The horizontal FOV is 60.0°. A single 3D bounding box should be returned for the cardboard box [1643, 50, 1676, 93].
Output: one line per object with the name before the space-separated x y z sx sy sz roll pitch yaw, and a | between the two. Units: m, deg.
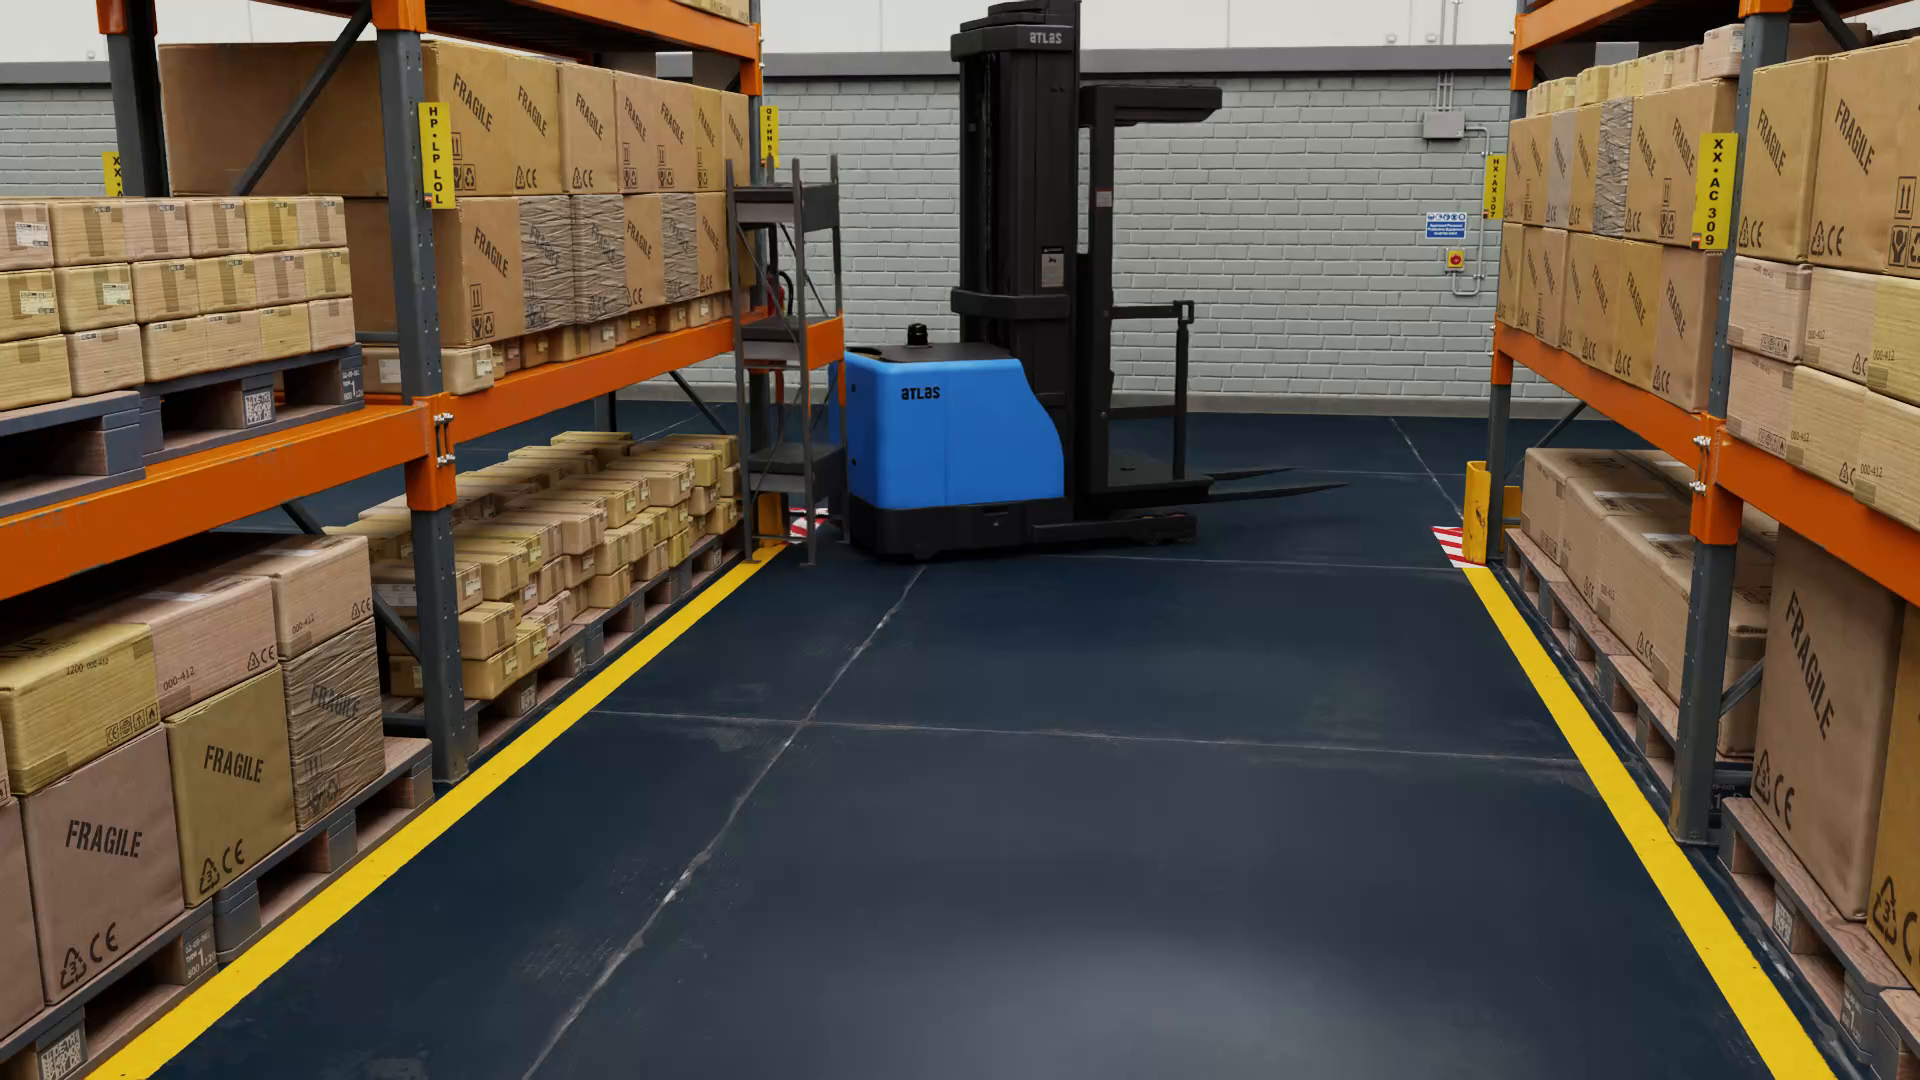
cardboard box | 2.665 -1.659 5.921 0.380 0.149 0.250 2 12 8

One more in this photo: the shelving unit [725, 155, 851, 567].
shelving unit | -0.894 -0.948 8.798 0.431 2.100 0.503 4 16 18

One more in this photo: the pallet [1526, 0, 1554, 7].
pallet | 3.223 -2.621 7.627 1.003 0.211 1.213 2 12 9

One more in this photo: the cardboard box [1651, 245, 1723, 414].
cardboard box | 2.531 -0.674 5.264 0.500 0.500 0.500 2 12 9

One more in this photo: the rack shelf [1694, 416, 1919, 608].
rack shelf | 2.404 0.248 2.932 1.077 0.370 4.000 2 12 9

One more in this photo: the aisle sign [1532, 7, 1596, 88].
aisle sign | 3.052 -2.648 8.491 0.394 0.787 0.004 2 12 9

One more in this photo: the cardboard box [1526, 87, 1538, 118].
cardboard box | 2.999 -2.143 8.166 0.380 0.149 0.250 2 12 10

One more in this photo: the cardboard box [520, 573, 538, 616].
cardboard box | -1.871 0.211 6.460 0.380 0.149 0.250 2 12 8

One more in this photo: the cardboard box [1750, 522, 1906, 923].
cardboard box | 2.696 0.445 4.357 0.875 0.875 0.875 2 12 10

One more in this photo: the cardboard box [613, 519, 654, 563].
cardboard box | -1.596 -0.003 7.451 0.380 0.149 0.250 2 12 9

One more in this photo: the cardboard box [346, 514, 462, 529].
cardboard box | -2.249 -0.003 6.744 0.380 0.149 0.250 2 12 11

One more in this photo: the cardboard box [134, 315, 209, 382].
cardboard box | -2.179 -0.495 4.270 0.380 0.149 0.250 1 12 6

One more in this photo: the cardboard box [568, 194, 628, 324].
cardboard box | -1.687 -1.156 6.793 0.500 0.500 0.500 2 12 7

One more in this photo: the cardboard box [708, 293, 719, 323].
cardboard box | -1.449 -1.189 8.488 0.380 0.149 0.250 2 12 8

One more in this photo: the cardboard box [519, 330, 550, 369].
cardboard box | -1.825 -0.755 6.473 0.380 0.149 0.250 1 12 6

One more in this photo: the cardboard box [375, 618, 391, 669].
cardboard box | -2.348 0.385 6.359 0.380 0.149 0.250 2 12 10

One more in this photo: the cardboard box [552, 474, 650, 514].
cardboard box | -1.659 -0.207 7.693 0.380 0.149 0.250 1 12 7

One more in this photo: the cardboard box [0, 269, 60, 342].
cardboard box | -2.260 -0.524 3.698 0.380 0.149 0.250 2 12 9

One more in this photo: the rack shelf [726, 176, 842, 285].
rack shelf | -0.905 -1.611 8.623 0.431 0.518 0.480 4 16 18

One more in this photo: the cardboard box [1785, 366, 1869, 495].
cardboard box | 2.305 -0.256 3.918 0.500 0.250 0.500 2 12 7

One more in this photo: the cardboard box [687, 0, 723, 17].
cardboard box | -1.459 -2.676 8.025 0.500 0.250 0.500 2 12 9

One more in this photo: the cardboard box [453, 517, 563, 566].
cardboard box | -1.828 0.008 6.694 0.380 0.149 0.250 2 12 7

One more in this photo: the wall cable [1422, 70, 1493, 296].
wall cable | 4.171 -3.040 13.991 0.585 1.953 0.123 2 12 9

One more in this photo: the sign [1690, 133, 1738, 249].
sign | 2.163 -1.000 4.770 0.100 0.325 0.005 2 12 9

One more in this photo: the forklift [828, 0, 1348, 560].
forklift | 0.805 -1.499 9.493 3.031 2.935 1.130 -5 13 -21

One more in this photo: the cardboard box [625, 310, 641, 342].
cardboard box | -1.660 -0.972 7.478 0.380 0.149 0.250 2 12 10

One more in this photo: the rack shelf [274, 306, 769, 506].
rack shelf | -1.887 -0.724 7.442 1.077 0.370 4.000 2 12 9

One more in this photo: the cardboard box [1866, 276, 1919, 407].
cardboard box | 2.209 -0.395 3.377 0.500 0.250 0.500 2 12 9

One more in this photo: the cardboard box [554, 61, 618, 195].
cardboard box | -1.712 -1.641 6.672 0.500 0.500 0.500 2 12 10

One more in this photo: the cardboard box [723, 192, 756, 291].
cardboard box | -1.394 -1.585 8.784 0.500 0.500 0.500 2 12 10

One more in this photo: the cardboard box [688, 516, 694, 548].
cardboard box | -1.545 -0.027 8.268 0.380 0.149 0.250 2 12 9

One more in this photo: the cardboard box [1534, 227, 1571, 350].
cardboard box | 2.823 -1.100 7.239 0.500 0.500 0.500 2 12 8

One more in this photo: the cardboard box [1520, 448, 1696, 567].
cardboard box | 3.325 -0.165 8.225 0.875 0.438 0.875 1 12 7

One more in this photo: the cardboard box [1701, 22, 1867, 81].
cardboard box | 2.445 -1.450 4.949 0.380 0.149 0.250 2 12 7

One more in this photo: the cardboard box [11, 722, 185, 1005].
cardboard box | -2.222 0.733 3.911 0.500 0.500 0.500 2 12 7

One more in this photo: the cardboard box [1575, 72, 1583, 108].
cardboard box | 2.785 -1.873 6.915 0.380 0.149 0.250 2 12 9

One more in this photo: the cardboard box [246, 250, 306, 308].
cardboard box | -2.100 -0.744 4.717 0.380 0.149 0.250 2 12 9

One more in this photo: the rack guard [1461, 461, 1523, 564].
rack guard | 3.331 -0.136 8.938 1.175 0.500 0.348 2 12 9

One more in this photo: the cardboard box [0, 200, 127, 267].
cardboard box | -2.227 -0.728 3.938 0.380 0.149 0.250 1 12 7

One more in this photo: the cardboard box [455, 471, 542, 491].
cardboard box | -2.179 -0.222 7.762 0.380 0.149 0.250 2 12 10

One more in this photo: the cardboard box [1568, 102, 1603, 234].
cardboard box | 2.752 -1.481 6.634 0.500 0.500 0.500 2 12 9

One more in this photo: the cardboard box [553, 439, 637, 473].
cardboard box | -1.919 -0.436 8.752 0.380 0.149 0.250 2 12 10

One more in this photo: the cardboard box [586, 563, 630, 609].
cardboard box | -1.662 0.192 7.254 0.380 0.149 0.250 2 12 7

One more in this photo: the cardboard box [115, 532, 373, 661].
cardboard box | -2.059 0.154 4.817 0.500 0.250 0.500 2 12 7

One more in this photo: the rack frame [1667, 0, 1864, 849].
rack frame | 2.712 -0.520 4.788 1.000 3.000 0.127 2 12 9

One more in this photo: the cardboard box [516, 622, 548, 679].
cardboard box | -1.780 0.408 6.251 0.380 0.149 0.250 2 12 10

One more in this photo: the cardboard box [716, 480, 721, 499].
cardboard box | -1.472 -0.278 8.726 0.380 0.149 0.250 2 12 7

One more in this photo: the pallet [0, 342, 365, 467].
pallet | -2.456 -0.412 4.738 1.003 0.211 1.213 2 12 9

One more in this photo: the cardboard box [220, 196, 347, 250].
cardboard box | -2.063 -0.943 4.937 0.380 0.149 0.250 2 12 11

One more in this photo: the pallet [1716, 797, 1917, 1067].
pallet | 2.668 1.006 4.325 1.003 0.211 1.213 2 12 9

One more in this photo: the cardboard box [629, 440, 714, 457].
cardboard box | -1.506 -0.426 8.708 0.380 0.149 0.250 2 12 10

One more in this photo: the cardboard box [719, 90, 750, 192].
cardboard box | -1.404 -2.072 8.672 0.500 0.500 0.500 2 12 7
